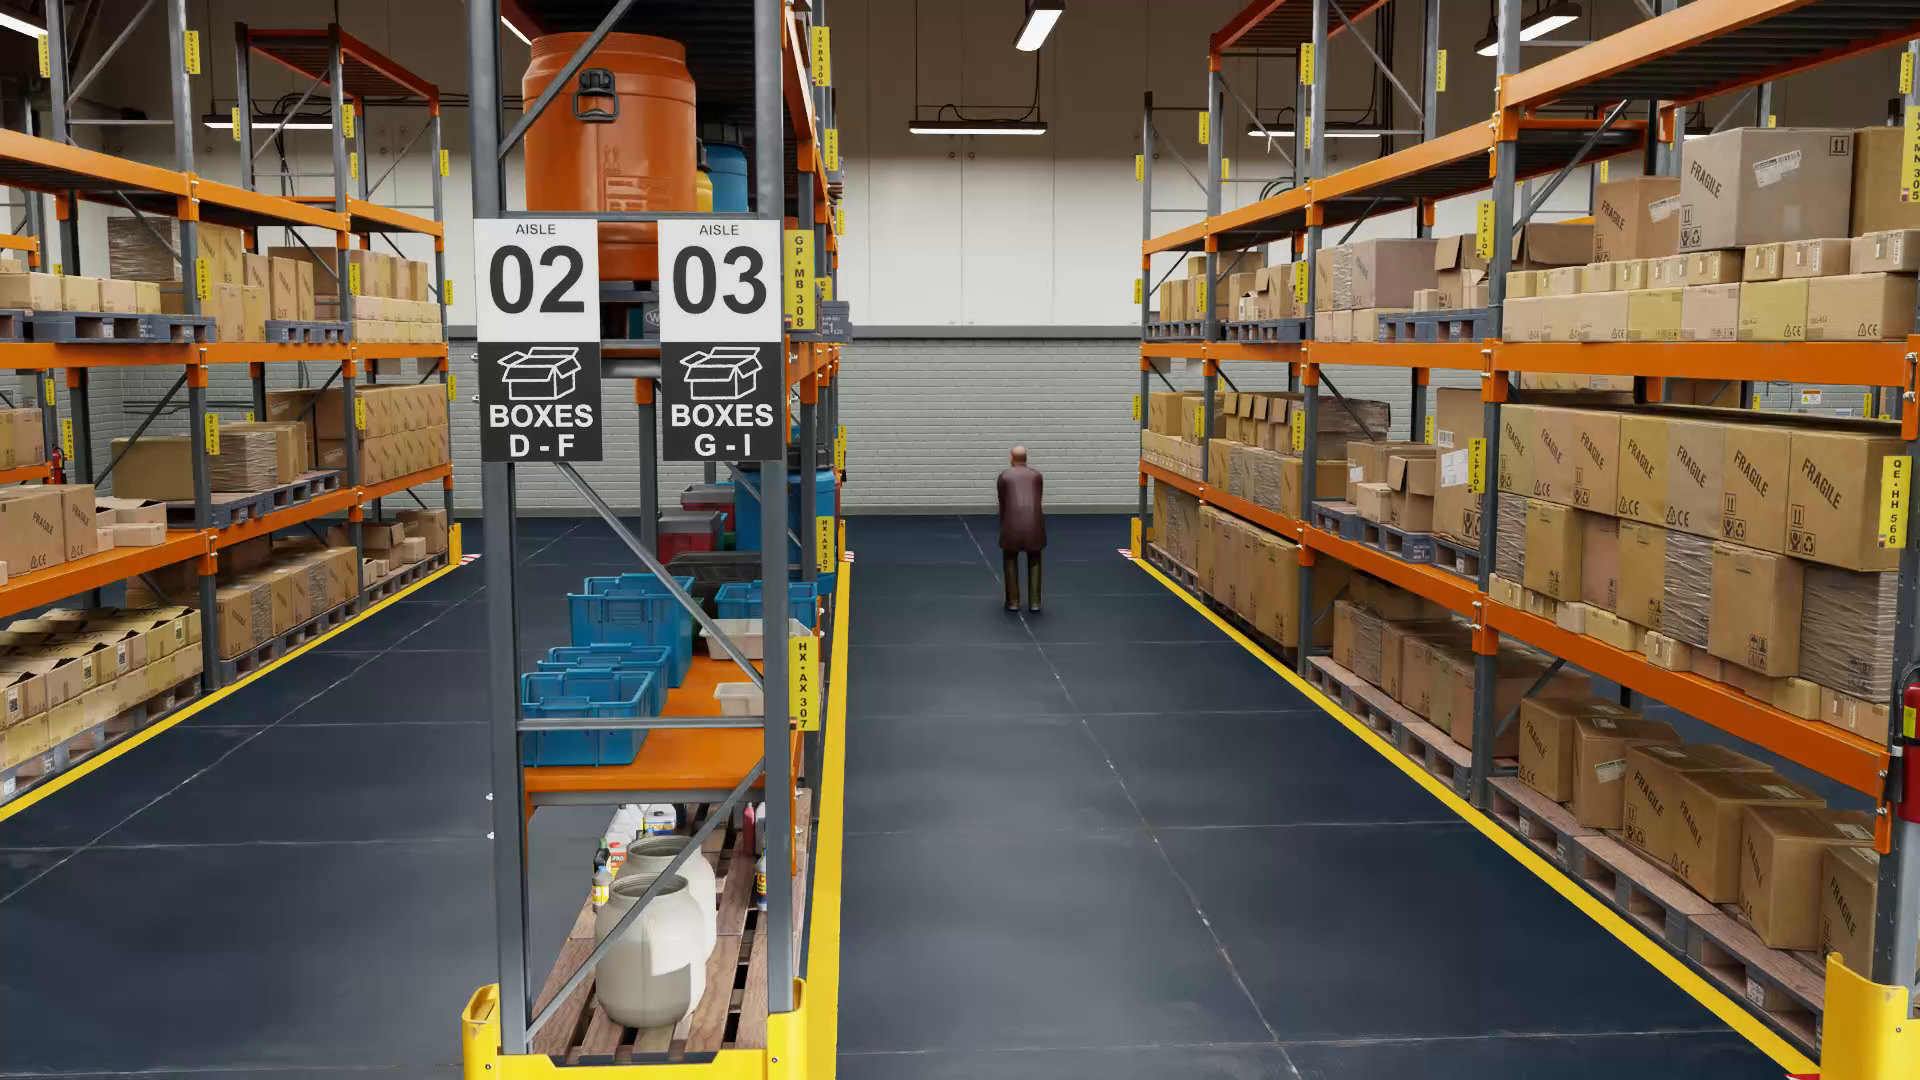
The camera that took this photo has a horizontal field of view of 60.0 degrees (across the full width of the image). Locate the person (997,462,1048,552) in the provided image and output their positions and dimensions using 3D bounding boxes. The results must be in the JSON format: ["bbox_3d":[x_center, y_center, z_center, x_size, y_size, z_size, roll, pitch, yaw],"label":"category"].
[{"bbox_3d":[0.658,-0.359,17.561,0.533,0.927,0.526,-1,7,-5],"label":"person"}]
